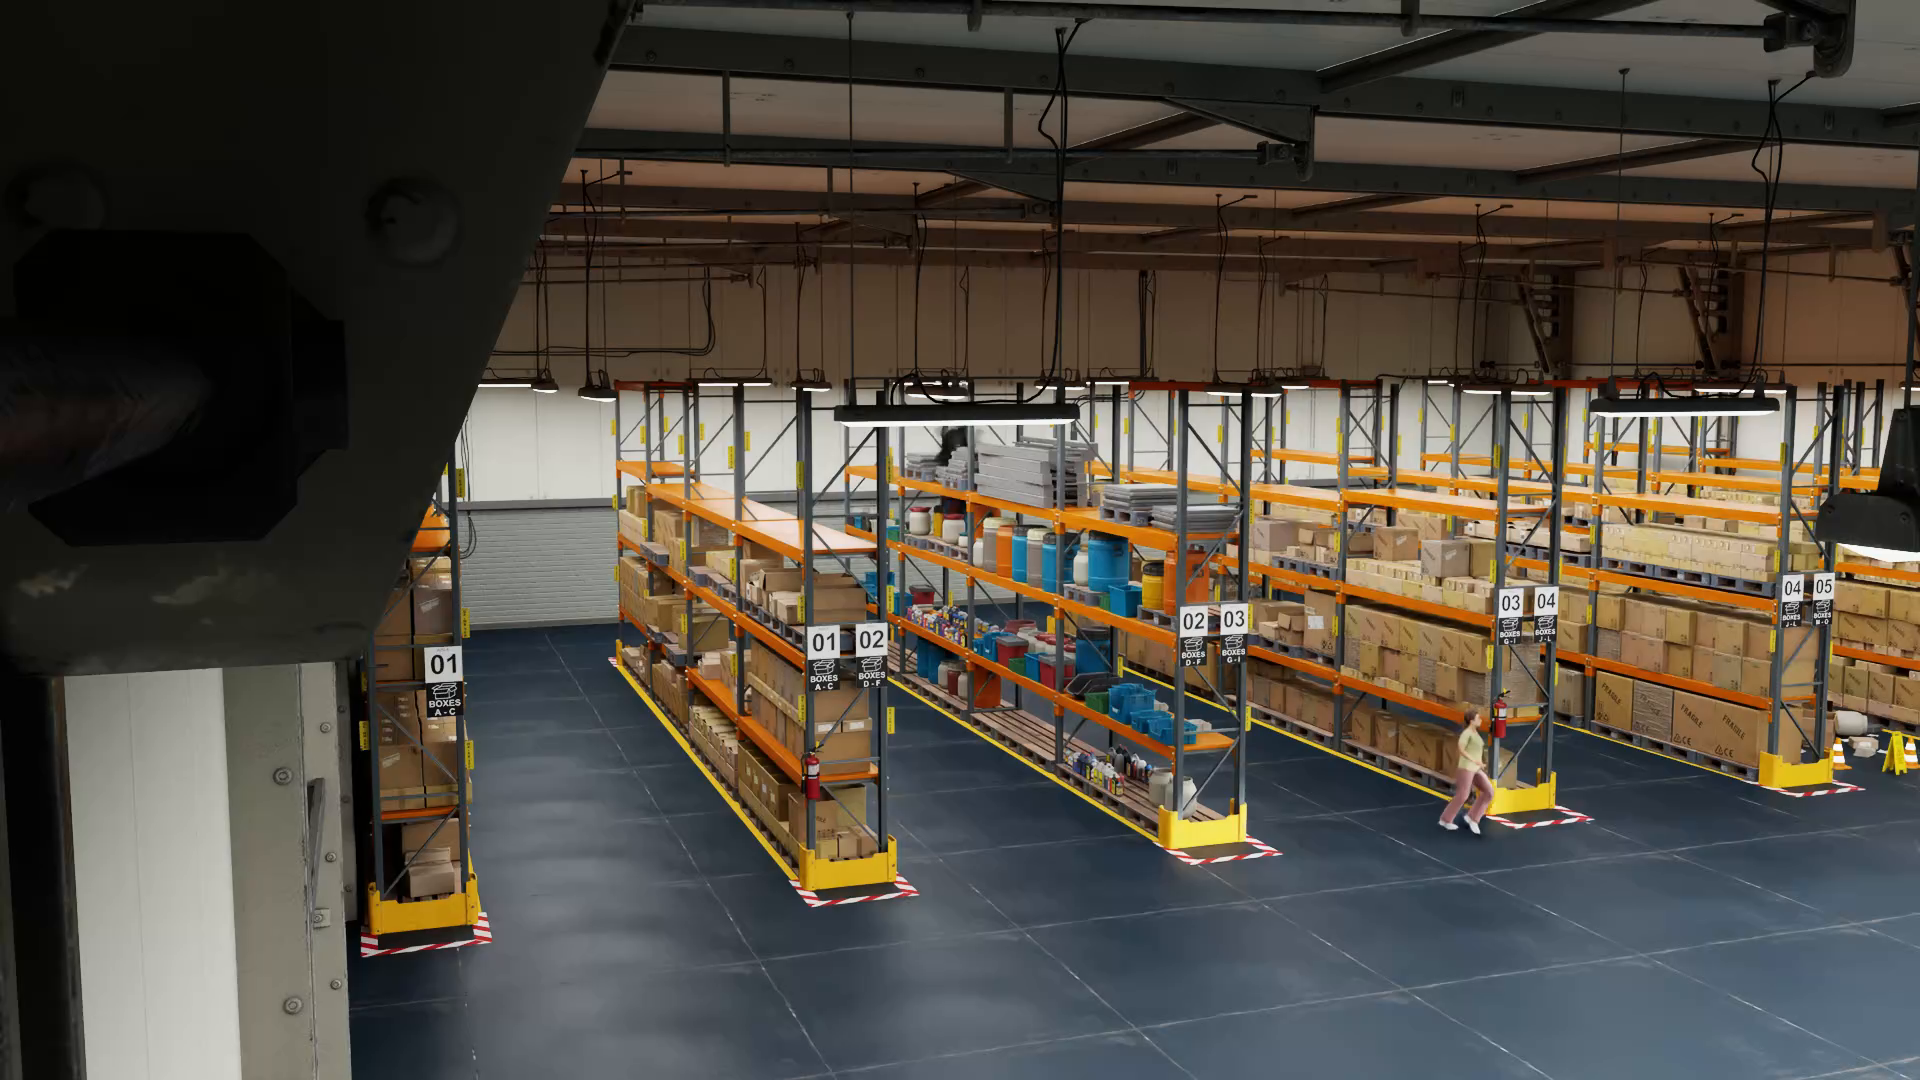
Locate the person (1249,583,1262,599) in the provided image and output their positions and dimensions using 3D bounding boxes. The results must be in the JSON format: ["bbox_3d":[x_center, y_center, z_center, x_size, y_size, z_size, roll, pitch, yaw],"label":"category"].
[{"bbox_3d":[7.434,1.102,41.526,0.687,1.688,0.772,2,7,22],"label":"person"}]

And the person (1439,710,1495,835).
[{"bbox_3d":[6.935,3.133,22.608,0.666,1.660,0.637,5,8,39],"label":"person"}]
